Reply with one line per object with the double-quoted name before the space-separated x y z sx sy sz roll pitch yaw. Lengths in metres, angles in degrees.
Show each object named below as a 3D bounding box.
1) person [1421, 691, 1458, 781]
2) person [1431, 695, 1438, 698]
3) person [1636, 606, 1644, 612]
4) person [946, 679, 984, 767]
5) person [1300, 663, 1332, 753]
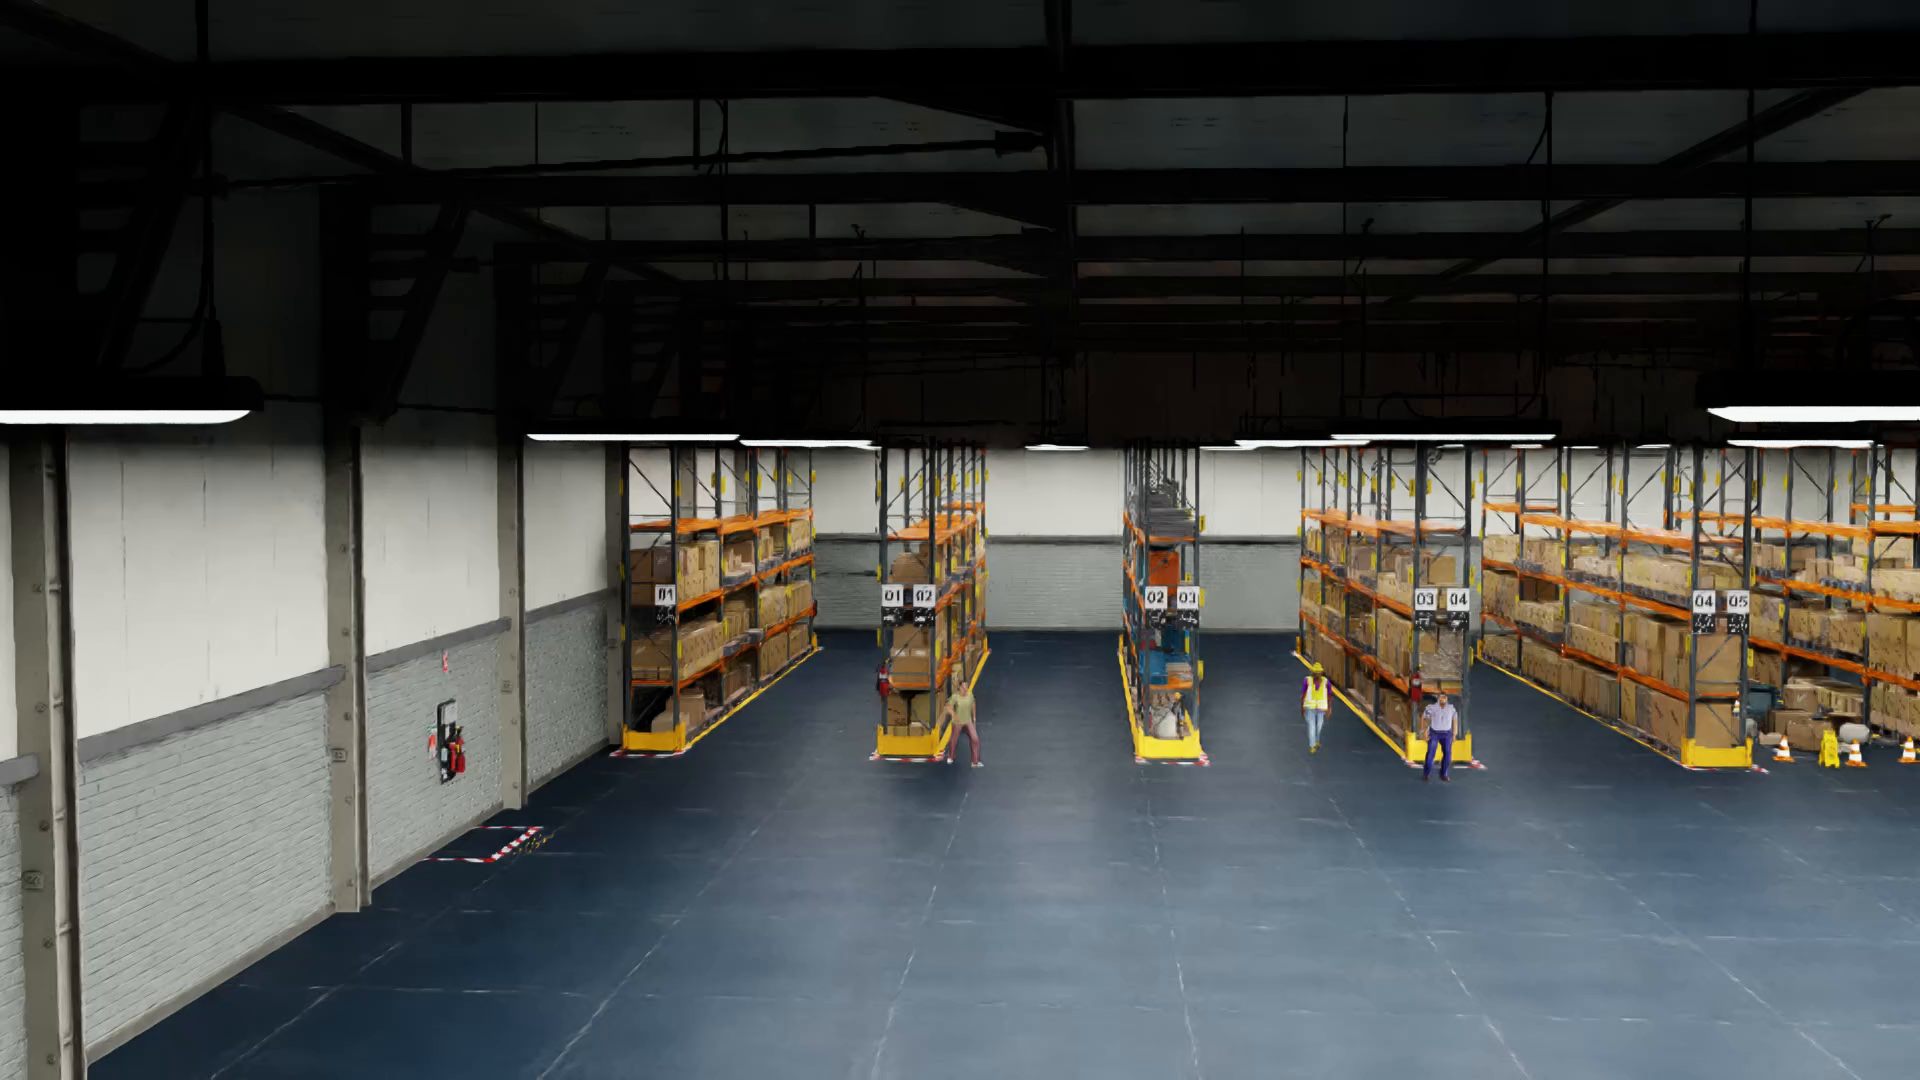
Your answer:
"person" 8.311 3.389 28.835 0.625 1.596 0.517 0 3 2
"person" 11.073 2.799 38.649 0.354 1.684 0.596 0 3 -8
"person" 17.232 2.559 42.231 0.642 1.771 0.692 2 3 27
"person" 0.052 3.292 30.176 0.621 1.599 0.817 -1 3 -13
"person" 6.796 3.173 31.648 0.575 1.689 1.128 0 3 2
